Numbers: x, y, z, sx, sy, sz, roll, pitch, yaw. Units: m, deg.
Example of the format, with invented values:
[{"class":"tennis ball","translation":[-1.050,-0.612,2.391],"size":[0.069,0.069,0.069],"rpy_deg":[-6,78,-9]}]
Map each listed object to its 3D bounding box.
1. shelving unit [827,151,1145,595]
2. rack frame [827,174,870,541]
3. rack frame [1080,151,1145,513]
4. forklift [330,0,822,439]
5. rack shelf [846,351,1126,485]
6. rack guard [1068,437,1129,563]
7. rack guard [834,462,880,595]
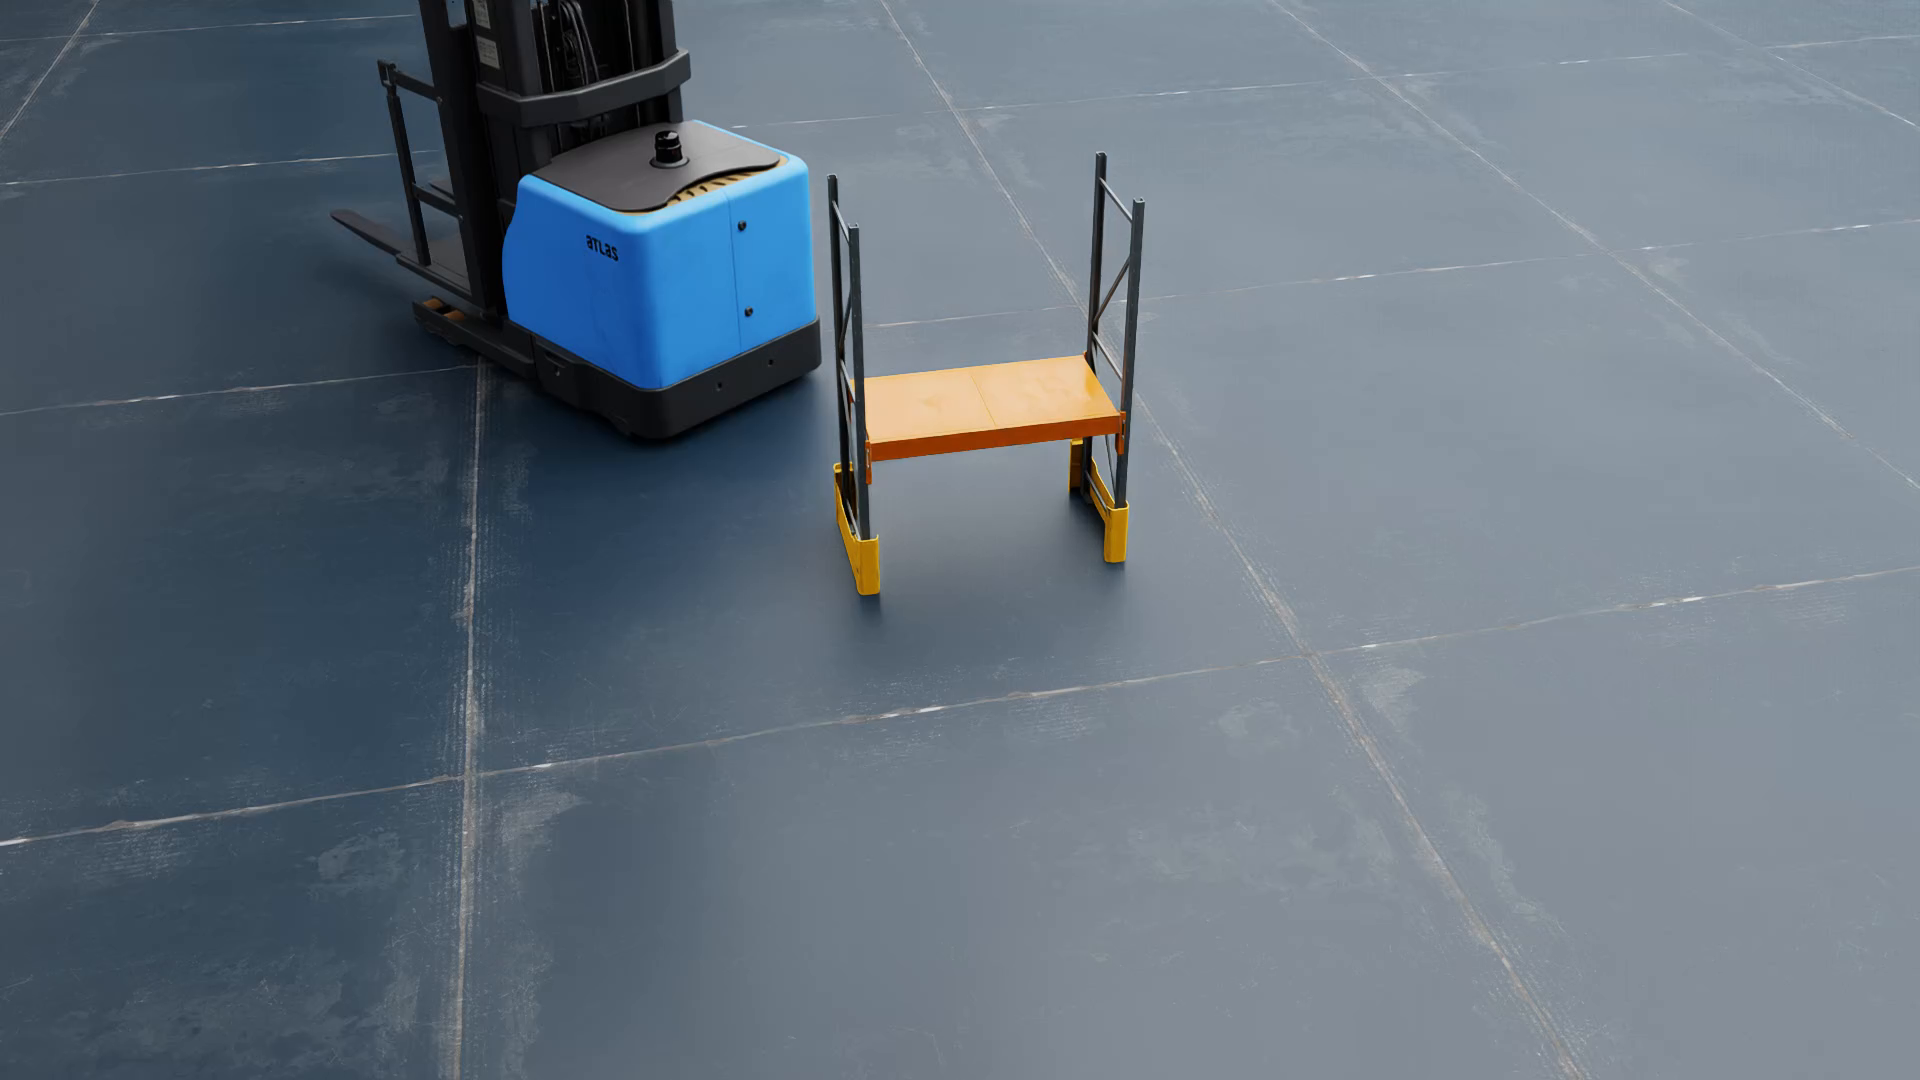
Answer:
[{"class":"shelving unit","translation":[0.074,-0.632,6.346],"size":[1.083,1.500,0.587],"rpy_deg":[-7,35,-11]},{"class":"rack frame","translation":[-0.413,-0.571,6.255],"size":[0.032,1.500,0.500],"rpy_deg":[-7,35,-11]},{"class":"rack frame","translation":[0.579,-0.696,6.441],"size":[0.032,1.500,0.500],"rpy_deg":[-7,35,-11]},{"class":"forklift","translation":[-2.075,-2.364,7.642],"size":[3.031,2.935,1.130],"rpy_deg":[27,43,35]},{"class":"rack shelf","translation":[0.083,-0.484,6.448],"size":[1.000,0.185,0.538],"rpy_deg":[-7,35,-11]},{"class":"rack guard","translation":[0.560,-0.174,6.786],"size":[0.087,0.250,0.587],"rpy_deg":[-7,35,-11]},{"class":"rack guard","translation":[-0.411,-0.052,6.603],"size":[0.087,0.250,0.587],"rpy_deg":[-7,35,-11]}]
